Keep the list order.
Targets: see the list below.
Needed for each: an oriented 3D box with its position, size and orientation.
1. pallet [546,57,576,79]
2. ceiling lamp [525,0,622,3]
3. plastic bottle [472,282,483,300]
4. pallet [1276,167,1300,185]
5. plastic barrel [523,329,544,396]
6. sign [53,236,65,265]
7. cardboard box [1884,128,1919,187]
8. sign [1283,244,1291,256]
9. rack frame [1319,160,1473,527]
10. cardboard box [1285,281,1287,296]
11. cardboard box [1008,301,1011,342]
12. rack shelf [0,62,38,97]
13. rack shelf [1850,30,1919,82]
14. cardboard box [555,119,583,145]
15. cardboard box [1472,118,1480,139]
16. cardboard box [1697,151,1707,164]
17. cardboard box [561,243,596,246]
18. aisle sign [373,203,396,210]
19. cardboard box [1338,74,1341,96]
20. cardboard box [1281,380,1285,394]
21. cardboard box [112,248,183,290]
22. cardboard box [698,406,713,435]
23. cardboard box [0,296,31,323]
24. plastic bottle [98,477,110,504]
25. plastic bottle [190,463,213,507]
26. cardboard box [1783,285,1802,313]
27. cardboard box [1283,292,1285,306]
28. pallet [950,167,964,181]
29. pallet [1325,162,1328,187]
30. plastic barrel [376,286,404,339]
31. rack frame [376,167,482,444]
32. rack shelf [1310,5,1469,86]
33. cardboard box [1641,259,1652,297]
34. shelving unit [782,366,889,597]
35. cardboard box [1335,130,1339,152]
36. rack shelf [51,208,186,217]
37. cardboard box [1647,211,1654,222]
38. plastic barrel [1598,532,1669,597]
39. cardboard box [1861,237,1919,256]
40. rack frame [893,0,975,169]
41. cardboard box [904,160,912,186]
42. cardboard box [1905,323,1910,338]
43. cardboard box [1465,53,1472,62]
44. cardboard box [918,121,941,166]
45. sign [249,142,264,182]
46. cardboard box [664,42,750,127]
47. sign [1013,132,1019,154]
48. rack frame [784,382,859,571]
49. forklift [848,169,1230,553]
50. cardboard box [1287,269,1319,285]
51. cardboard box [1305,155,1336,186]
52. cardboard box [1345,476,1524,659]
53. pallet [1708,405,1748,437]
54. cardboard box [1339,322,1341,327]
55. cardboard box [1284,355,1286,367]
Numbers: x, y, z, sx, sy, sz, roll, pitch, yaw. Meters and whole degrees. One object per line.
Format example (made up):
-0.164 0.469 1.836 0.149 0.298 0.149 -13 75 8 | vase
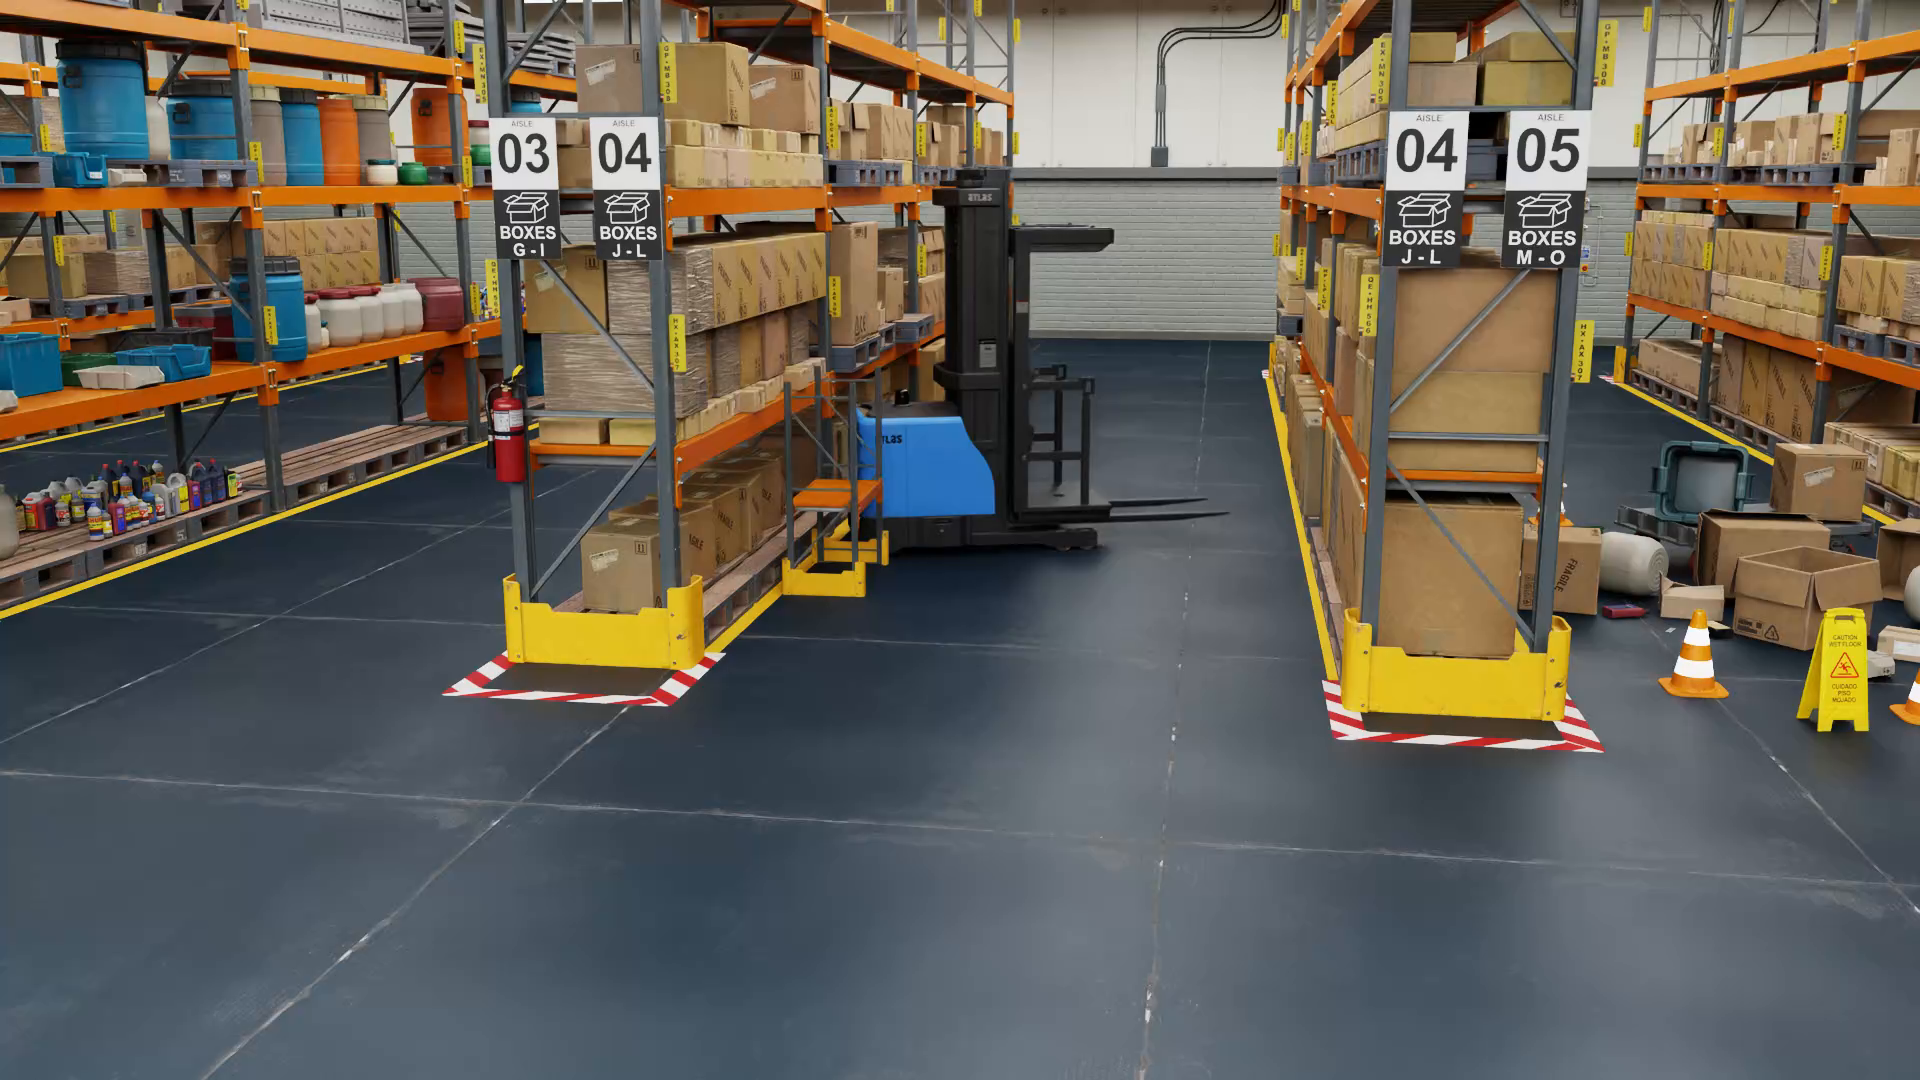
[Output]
-5.314 -5.860 20.721 1.003 0.211 1.213 2 12 9 | pallet
-6.611 -10.645 27.673 2.000 3.185 0.800 2 12 9 | ceiling lamp
-5.901 -2.965 20.250 0.144 0.351 0.185 2 12 9 | plastic bottle
4.363 -4.295 19.631 1.213 0.211 1.003 2 12 9 | pallet
-5.426 -2.308 21.065 0.600 0.901 0.708 2 12 9 | plastic barrel
-10.177 -3.266 18.778 0.100 0.325 0.005 2 12 9 | sign
8.699 -3.392 14.756 0.700 0.500 0.500 2 12 9 | cardboard box
4.025 -3.485 20.490 0.100 0.325 0.005 2 12 9 | sign
3.332 -1.381 12.780 1.000 3.000 0.127 2 12 9 | rack frame
3.651 -2.669 17.653 0.380 0.149 0.250 2 12 10 | cardboard box
0.273 -3.091 24.764 0.875 0.875 0.875 2 12 9 | cardboard box
-11.033 -4.686 16.534 1.077 0.370 4.000 2 12 9 | rack shelf
8.547 -4.043 13.551 1.077 0.370 4.000 2 12 9 | rack shelf
-2.434 -2.386 9.732 0.380 0.149 0.250 2 12 9 | cardboard box
3.242 -2.417 9.830 0.380 0.149 0.250 2 12 9 | cardboard box
9.292 -4.703 20.437 0.380 0.149 0.250 2 12 10 | cardboard box
-2.257 -1.640 10.664 0.500 0.500 0.500 2 12 9 | cardboard box
-9.182 -5.657 26.453 0.394 0.787 0.004 2 12 9 | aisle sign
2.941 -3.303 12.051 0.380 0.149 0.250 2 12 9 | cardboard box
4.286 -1.950 21.193 0.380 0.149 0.250 2 12 9 | cardboard box
-10.321 -3.434 21.073 0.700 0.500 0.500 -1 12 -6 | cardboard box
-1.778 -0.761 10.503 0.380 0.149 0.250 2 12 9 | cardboard box
-10.825 -2.599 18.644 0.500 0.311 0.500 3 12 12 | cardboard box
-6.996 -0.378 13.561 0.097 0.271 0.097 0 12 0 | plastic bottle
-6.291 -0.460 13.750 0.144 0.351 0.185 1 12 6 | plastic bottle
8.753 -2.461 16.962 0.500 0.250 0.500 2 12 7 | cardboard box
3.730 -2.626 18.160 0.380 0.149 0.250 1 12 6 | cardboard box
-0.415 -4.408 20.162 0.805 0.209 1.217 1 12 6 | pallet
3.732 -3.219 14.637 1.003 0.211 1.213 2 12 11 | pallet
-5.844 -2.301 16.787 0.421 0.512 0.421 0 12 0 | plastic barrel
-5.832 -2.556 18.231 1.000 3.000 0.127 2 12 9 | rack frame
3.640 -4.182 14.198 1.077 0.370 4.000 2 12 9 | rack shelf
9.677 -3.591 22.800 0.500 0.500 0.500 2 12 8 | cardboard box
-0.896 -0.454 12.039 0.587 1.500 1.083 1 12 7 | shelving unit
2.941 -2.914 12.135 0.380 0.149 0.250 2 12 8 | cardboard box
-10.418 -4.248 20.671 1.077 0.370 4.000 2 12 9 | rack shelf
9.633 -4.422 22.741 0.380 0.149 0.250 2 12 10 | cardboard box
4.674 0.165 11.725 0.421 0.421 0.512 -10 16 -40 | plastic barrel
9.172 -2.706 16.321 0.500 0.500 0.500 1 12 7 | cardboard box
-0.323 -6.160 20.718 1.000 3.000 0.127 2 12 9 | rack frame
-0.769 -3.681 16.690 0.500 0.250 0.500 2 12 9 | cardboard box
8.429 -1.812 14.382 0.380 0.149 0.250 2 12 11 | cardboard box
3.319 -2.912 10.237 0.380 0.149 0.250 2 12 9 | cardboard box
-0.645 -4.543 19.092 0.797 0.503 0.637 2 12 8 | cardboard box
-5.905 -3.173 13.957 0.100 0.325 0.005 2 12 9 | sign
-1.673 -2.935 10.742 0.500 0.500 0.500 2 12 8 | cardboard box
0.827 -5.900 24.718 0.100 0.325 0.005 2 12 9 | sign
-0.959 -0.346 11.537 0.500 1.500 0.032 1 12 7 | rack frame
0.641 -1.454 13.281 3.031 2.935 1.130 -2 12 -9 | forklift
3.570 -2.704 17.105 0.380 0.149 0.250 1 12 6 | cardboard box
3.784 -3.856 16.907 0.500 0.500 0.500 2 12 9 | cardboard box
2.756 0.142 9.761 0.875 0.875 0.875 2 12 9 | cardboard box
9.425 -1.380 19.398 1.003 0.211 1.213 2 12 9 | pallet
3.288 -1.377 12.406 0.875 0.550 0.550 2 12 9 | cardboard box
4.360 -2.285 21.336 0.380 0.149 0.250 2 12 9 | cardboard box
